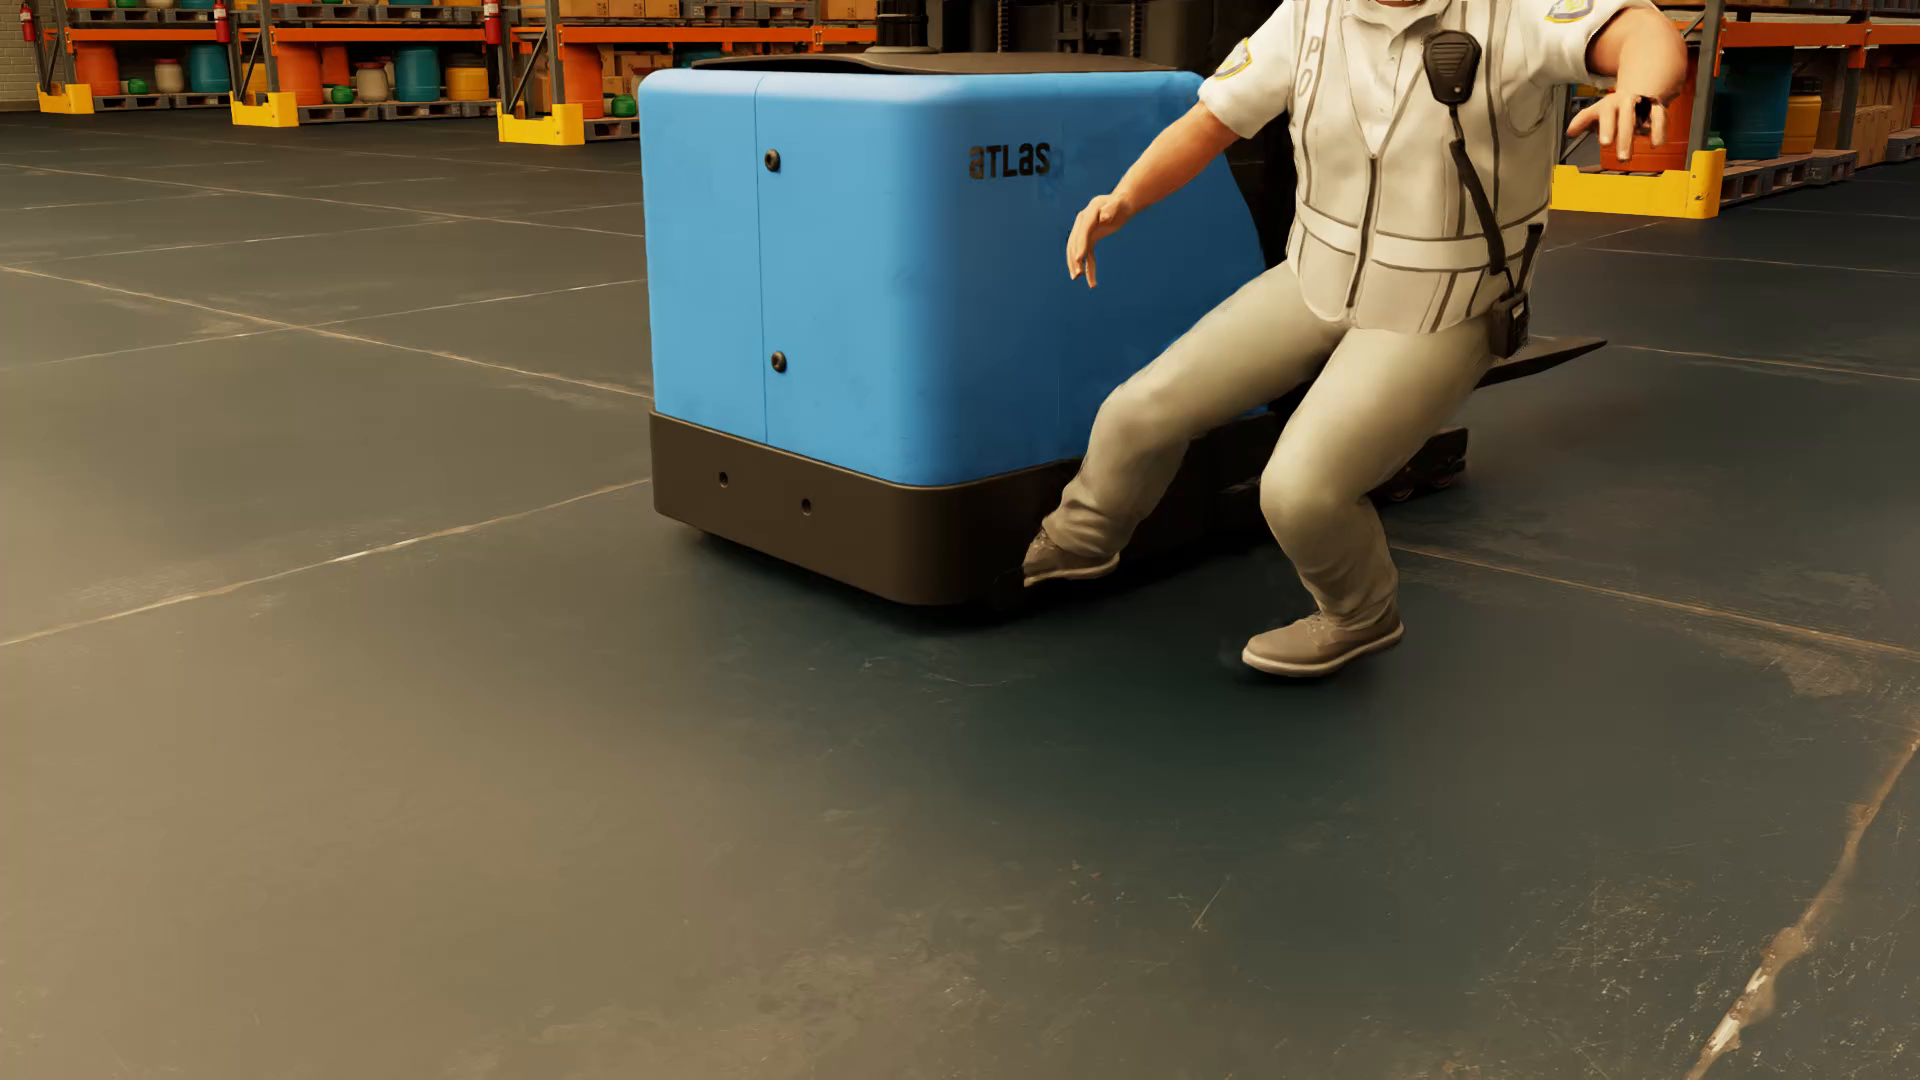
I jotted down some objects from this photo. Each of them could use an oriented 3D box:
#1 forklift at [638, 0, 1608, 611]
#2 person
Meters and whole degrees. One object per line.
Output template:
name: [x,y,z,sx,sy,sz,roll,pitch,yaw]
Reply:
forklift: [0.704,-1.598,4.161,3.031,2.935,1.130,-15,22,-40]
person: [0.536,-0.440,2.806,1.440,1.467,0.881,13,21,37]
